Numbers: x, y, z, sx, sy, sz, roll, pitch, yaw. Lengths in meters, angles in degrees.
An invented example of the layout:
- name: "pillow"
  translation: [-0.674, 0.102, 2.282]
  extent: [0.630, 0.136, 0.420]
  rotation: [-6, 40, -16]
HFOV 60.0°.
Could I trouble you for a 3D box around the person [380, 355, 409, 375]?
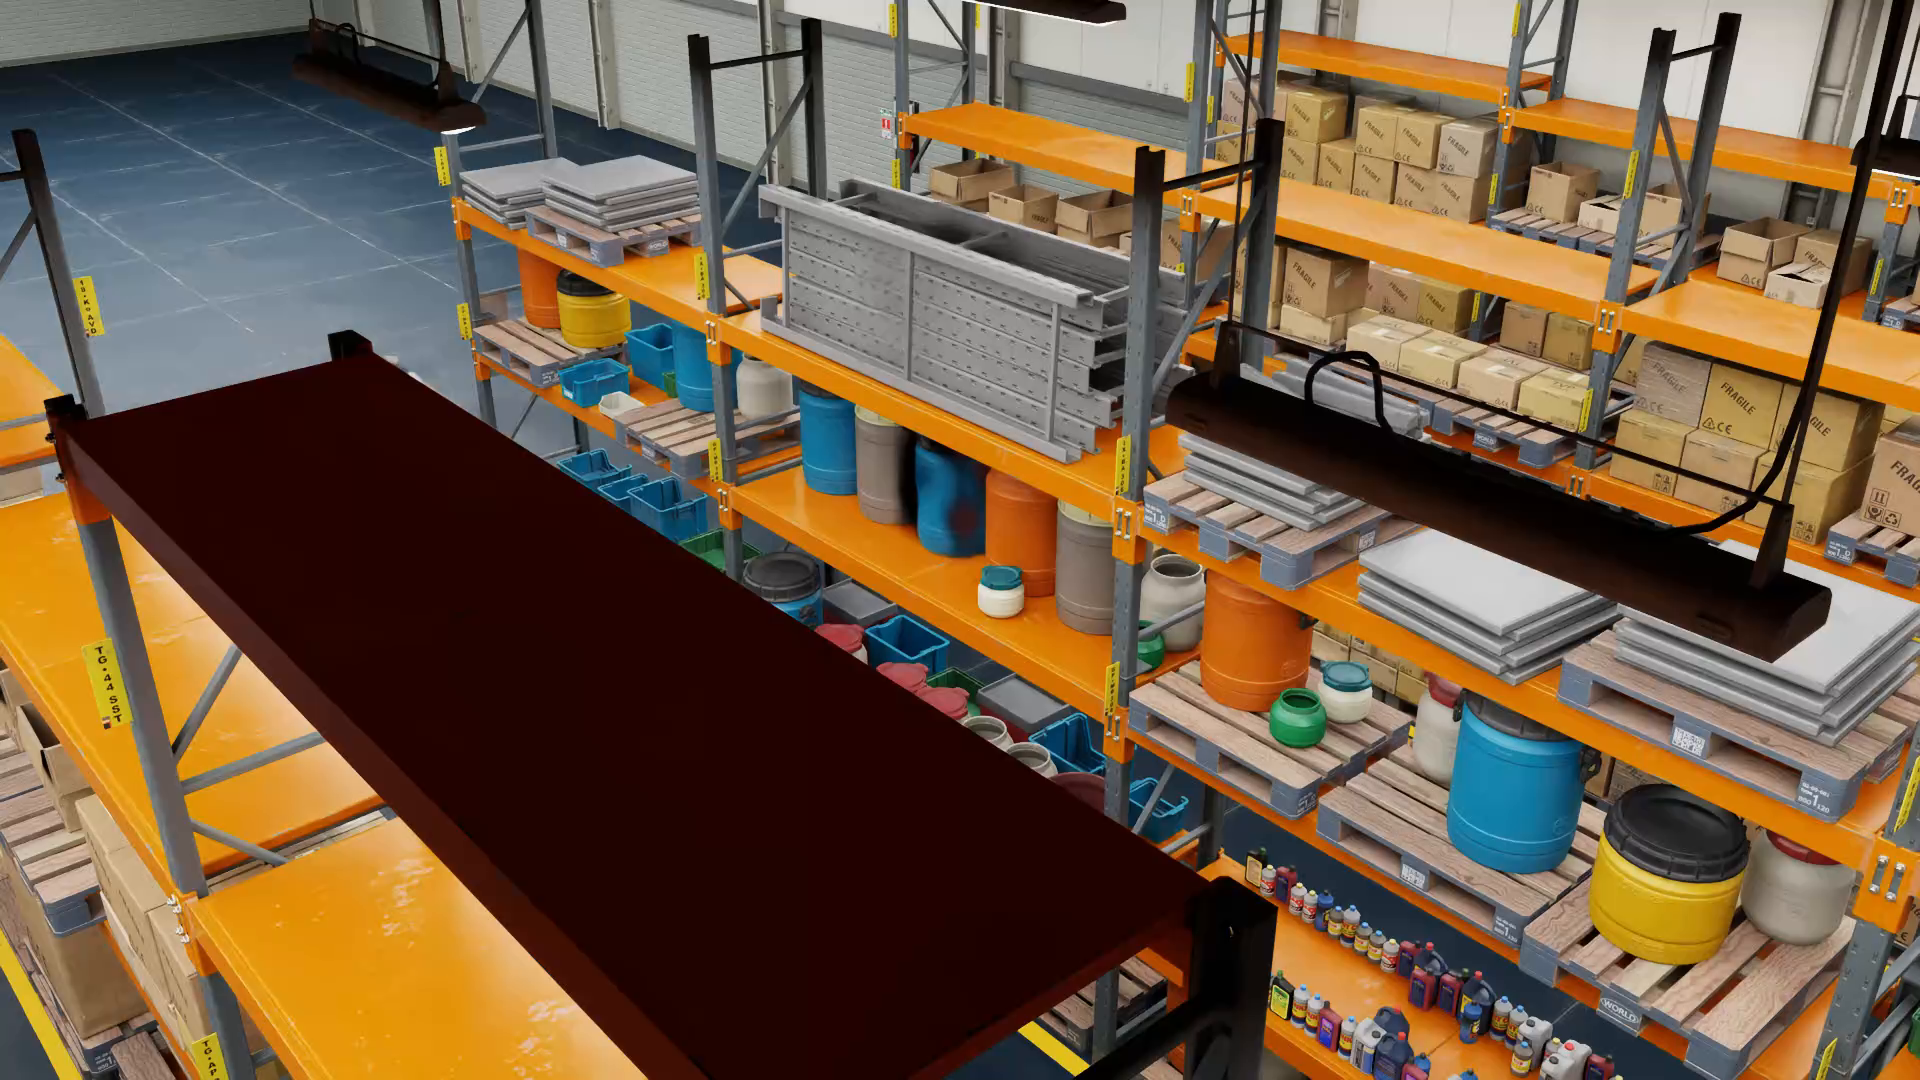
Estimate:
- name: "person"
  translation: [-6.012, -1.253, 18.265]
  extent: [0.545, 1.628, 0.599]
  rotation: [6, 28, 12]
